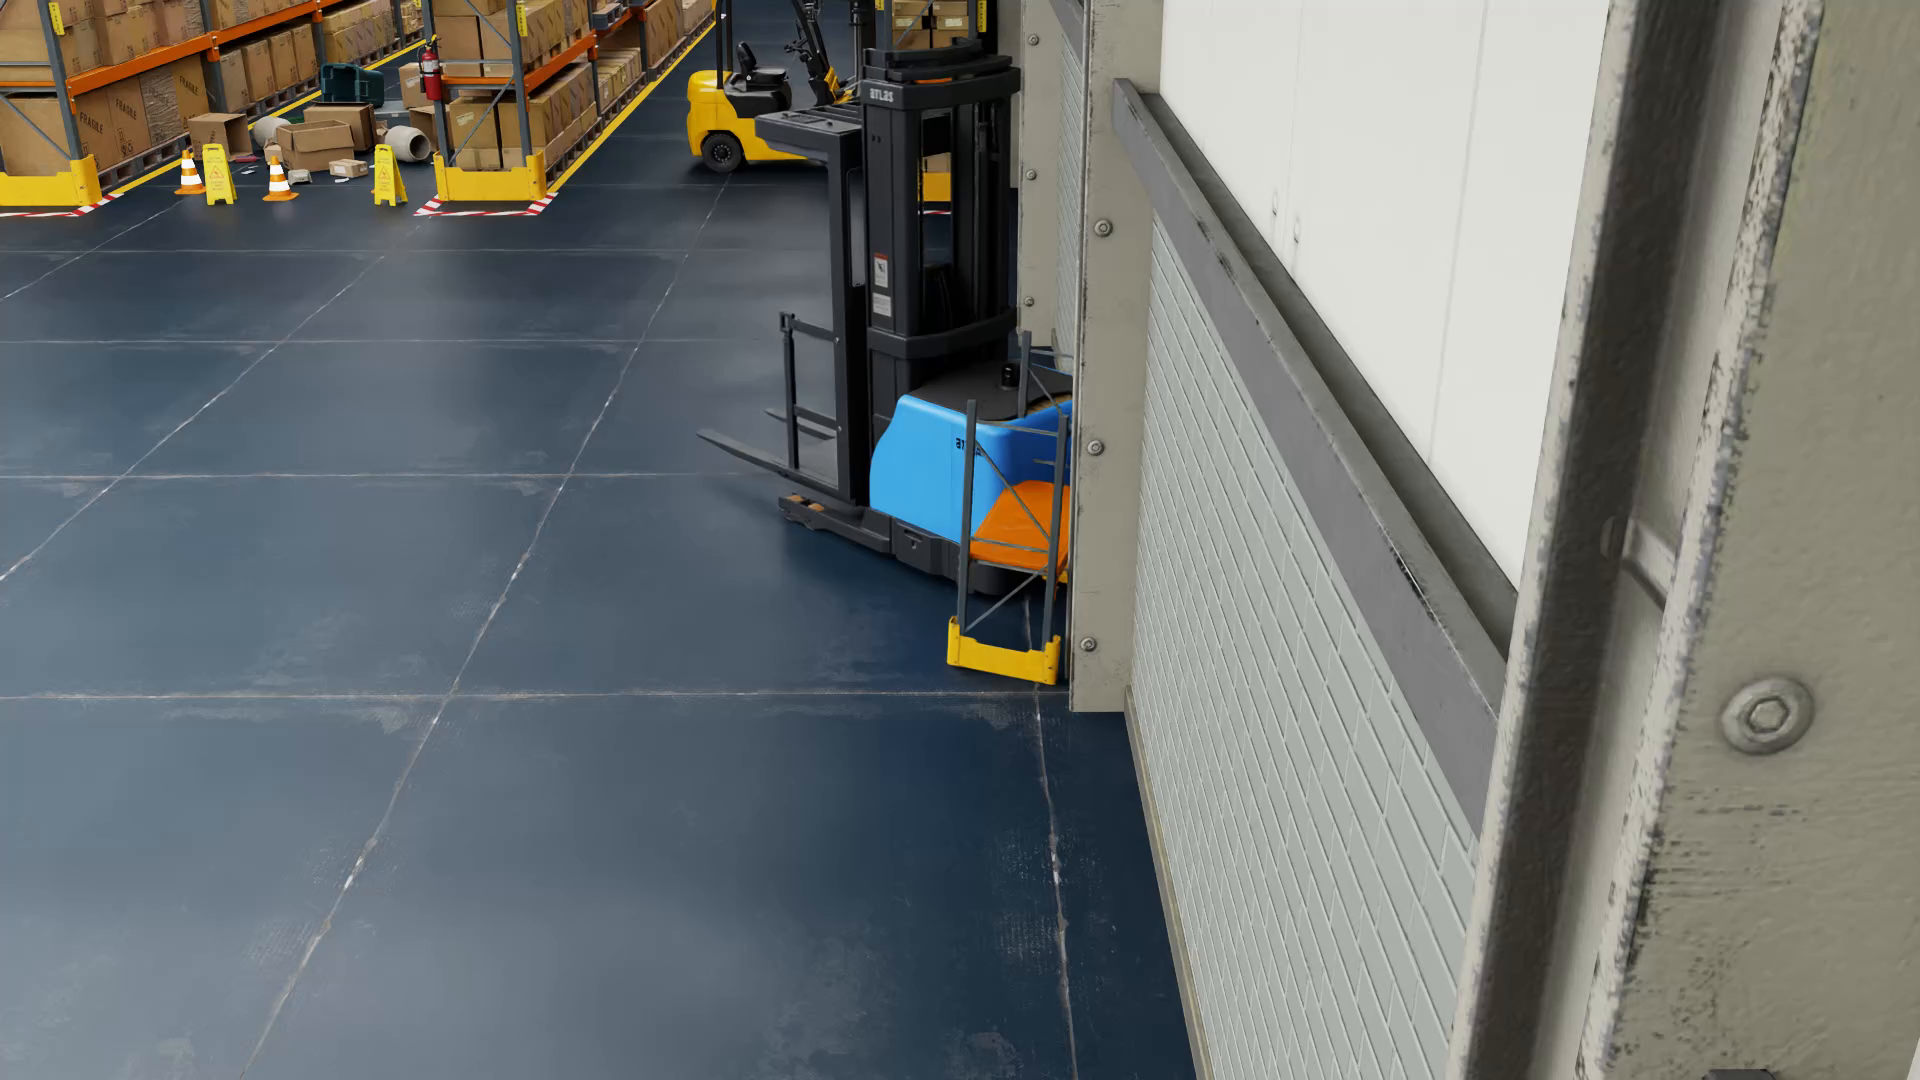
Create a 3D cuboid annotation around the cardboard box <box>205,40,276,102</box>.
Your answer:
[{"bbox_3d":[-10.380,-6.621,23.470,1.050,0.750,0.750,0,24,-1],"label":"cardboard box"}]

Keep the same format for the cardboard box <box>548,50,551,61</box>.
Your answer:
[{"bbox_3d":[-5.013,-5.669,19.449,0.380,0.149,0.250,0,24,1],"label":"cardboard box"}]

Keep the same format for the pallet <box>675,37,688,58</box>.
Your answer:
[{"bbox_3d":[-5.331,-8.574,28.952,1.003,0.211,1.213,0,24,-1],"label":"pallet"}]

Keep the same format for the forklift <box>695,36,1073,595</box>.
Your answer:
[{"bbox_3d":[-0.500,-1.530,10.076,3.031,2.935,1.130,22,32,40],"label":"forklift"}]

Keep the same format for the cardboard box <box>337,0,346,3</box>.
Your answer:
[{"bbox_3d":[-10.612,-8.967,28.051,0.500,0.250,0.500,0,24,1],"label":"cardboard box"}]

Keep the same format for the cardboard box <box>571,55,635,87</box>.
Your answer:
[{"bbox_3d":[-5.359,-6.971,24.703,0.950,0.372,0.625,-1,24,-2],"label":"cardboard box"}]

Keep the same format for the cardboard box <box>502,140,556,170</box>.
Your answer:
[{"bbox_3d":[-5.016,-4.490,19.364,0.500,0.250,0.500,0,24,-1],"label":"cardboard box"}]

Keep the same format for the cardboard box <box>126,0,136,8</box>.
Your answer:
[{"bbox_3d":[-10.303,-6.543,19.583,0.875,0.550,0.500,0,24,-1],"label":"cardboard box"}]

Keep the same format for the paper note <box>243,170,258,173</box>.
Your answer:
[{"bbox_3d":[-8.552,-4.437,20.025,0.144,0.017,0.142,8,26,18],"label":"paper note"}]

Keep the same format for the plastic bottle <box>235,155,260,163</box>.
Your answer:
[{"bbox_3d":[-8.834,-4.728,20.629,0.283,0.061,0.133,-9,26,-19],"label":"plastic bottle"}]

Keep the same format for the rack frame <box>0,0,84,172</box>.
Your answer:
[{"bbox_3d":[-10.233,-5.154,18.005,1.000,3.000,0.127,0,24,-1],"label":"rack frame"}]

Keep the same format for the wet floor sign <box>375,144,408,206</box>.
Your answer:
[{"bbox_3d":[-6.352,-4.062,18.448,0.267,0.644,0.232,8,26,18],"label":"wet floor sign"}]

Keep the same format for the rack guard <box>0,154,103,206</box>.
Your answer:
[{"bbox_3d":[-10.233,-4.005,18.498,1.175,0.500,0.348,0,24,-1],"label":"rack guard"}]

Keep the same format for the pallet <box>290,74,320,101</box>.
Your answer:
[{"bbox_3d":[-10.387,-6.854,25.149,1.003,0.211,1.213,0,24,-1],"label":"pallet"}]

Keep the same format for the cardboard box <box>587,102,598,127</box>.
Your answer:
[{"bbox_3d":[-5.053,-5.562,21.735,0.500,0.250,0.500,1,24,2],"label":"cardboard box"}]

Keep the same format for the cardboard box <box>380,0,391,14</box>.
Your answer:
[{"bbox_3d":[-10.103,-9.187,28.536,0.500,0.250,0.500,-1,24,-2],"label":"cardboard box"}]

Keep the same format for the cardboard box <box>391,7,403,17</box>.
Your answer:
[{"bbox_3d":[-10.160,-9.405,29.632,0.380,0.149,0.250,1,24,2],"label":"cardboard box"}]

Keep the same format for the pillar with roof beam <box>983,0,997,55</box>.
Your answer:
[{"bbox_3d":[-3.797,-10.719,23.030,9.100,9.000,0.400,0,24,-1],"label":"pillar with roof beam"}]

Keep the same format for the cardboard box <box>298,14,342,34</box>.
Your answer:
[{"bbox_3d":[-10.086,-8.130,26.199,0.500,0.250,0.500,-1,24,-3],"label":"cardboard box"}]

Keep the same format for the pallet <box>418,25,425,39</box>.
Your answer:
[{"bbox_3d":[-10.423,-9.609,31.239,1.003,0.211,1.213,0,24,-1],"label":"pallet"}]

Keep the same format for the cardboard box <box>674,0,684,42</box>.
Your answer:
[{"bbox_3d":[-5.328,-9.131,28.867,0.875,0.875,0.875,0,24,1],"label":"cardboard box"}]

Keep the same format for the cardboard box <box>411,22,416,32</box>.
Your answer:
[{"bbox_3d":[-10.049,-9.252,30.016,0.380,0.149,0.250,0,24,1],"label":"cardboard box"}]

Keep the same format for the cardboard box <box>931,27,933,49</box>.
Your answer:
[{"bbox_3d":[-0.076,-5.707,19.107,0.500,0.500,0.500,0,24,1],"label":"cardboard box"}]

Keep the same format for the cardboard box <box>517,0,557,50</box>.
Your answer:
[{"bbox_3d":[-5.028,-6.019,19.435,0.500,0.500,0.500,-1,24,-2],"label":"cardboard box"}]

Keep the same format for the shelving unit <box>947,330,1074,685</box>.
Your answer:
[{"bbox_3d":[0.399,-0.197,8.772,0.587,1.500,1.083,10,29,14],"label":"shelving unit"}]

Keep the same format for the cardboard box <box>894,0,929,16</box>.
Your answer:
[{"bbox_3d":[-0.536,-5.865,18.308,0.380,0.149,0.250,0,24,0],"label":"cardboard box"}]

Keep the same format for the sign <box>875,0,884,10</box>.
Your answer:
[{"bbox_3d":[-0.864,-5.880,17.919,0.100,0.325,0.005,0,24,-1],"label":"sign"}]

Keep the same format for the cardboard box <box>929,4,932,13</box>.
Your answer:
[{"bbox_3d":[-0.592,-6.328,20.480,0.500,0.500,0.500,0,24,-1],"label":"cardboard box"}]

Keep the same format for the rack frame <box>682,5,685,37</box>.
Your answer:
[{"bbox_3d":[-5.415,-10.162,29.079,1.000,3.000,0.127,0,24,-1],"label":"rack frame"}]

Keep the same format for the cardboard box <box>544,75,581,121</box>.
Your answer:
[{"bbox_3d":[-5.039,-5.484,20.652,0.500,0.500,0.500,1,24,2],"label":"cardboard box"}]

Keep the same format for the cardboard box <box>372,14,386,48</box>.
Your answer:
[{"bbox_3d":[-10.099,-8.636,28.228,0.500,0.500,0.500,-1,24,-2],"label":"cardboard box"}]

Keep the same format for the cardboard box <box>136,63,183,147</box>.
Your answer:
[{"bbox_3d":[-10.326,-5.394,20.606,0.875,0.875,0.875,0,24,0],"label":"cardboard box"}]

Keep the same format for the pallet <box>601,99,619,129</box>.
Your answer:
[{"bbox_3d":[-5.338,-5.916,23.075,1.003,0.211,1.213,0,24,-1],"label":"pallet"}]

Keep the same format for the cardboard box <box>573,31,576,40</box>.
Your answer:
[{"bbox_3d":[-5.085,-6.410,21.087,0.380,0.149,0.250,0,24,0],"label":"cardboard box"}]

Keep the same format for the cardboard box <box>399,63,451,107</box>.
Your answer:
[{"bbox_3d":[-7.107,-6.052,22.105,0.500,0.500,0.500,0,24,-1],"label":"cardboard box"}]

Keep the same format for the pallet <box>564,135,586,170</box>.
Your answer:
[{"bbox_3d":[-5.269,-4.815,20.640,1.003,0.211,1.213,0,24,-1],"label":"pallet"}]

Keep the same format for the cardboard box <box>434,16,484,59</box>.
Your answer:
[{"bbox_3d":[-5.566,-5.621,18.556,0.500,0.500,0.500,-1,24,-1],"label":"cardboard box"}]

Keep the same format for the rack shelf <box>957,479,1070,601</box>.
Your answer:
[{"bbox_3d":[0.389,-0.034,8.848,0.538,0.185,1.000,10,29,14],"label":"rack shelf"}]

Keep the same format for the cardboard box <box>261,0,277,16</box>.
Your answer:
[{"bbox_3d":[-10.028,-7.689,23.489,0.500,0.500,0.500,0,24,0],"label":"cardboard box"}]

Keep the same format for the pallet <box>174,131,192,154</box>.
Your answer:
[{"bbox_3d":[-10.346,-5.218,21.531,1.003,0.211,1.213,0,24,-1],"label":"pallet"}]

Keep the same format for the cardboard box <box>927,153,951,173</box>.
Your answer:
[{"bbox_3d":[-0.131,-4.383,19.129,0.500,0.250,0.500,0,24,0],"label":"cardboard box"}]

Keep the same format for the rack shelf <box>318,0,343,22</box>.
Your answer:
[{"bbox_3d":[-10.342,-8.947,27.264,1.077,0.370,4.000,0,24,-1],"label":"rack shelf"}]

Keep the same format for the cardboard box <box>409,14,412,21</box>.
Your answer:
[{"bbox_3d":[-10.179,-9.481,30.163,0.380,0.149,0.250,0,24,-1],"label":"cardboard box"}]

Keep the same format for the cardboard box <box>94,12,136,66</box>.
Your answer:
[{"bbox_3d":[-10.191,-5.833,19.324,0.875,0.550,0.550,0,24,-1],"label":"cardboard box"}]

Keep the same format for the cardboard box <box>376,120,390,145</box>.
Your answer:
[{"bbox_3d":[-7.465,-5.275,21.591,0.258,0.266,0.396,-19,31,-36],"label":"cardboard box"}]

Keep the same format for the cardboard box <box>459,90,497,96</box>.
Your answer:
[{"bbox_3d":[-5.625,-5.273,19.399,0.380,0.149,0.250,0,24,1],"label":"cardboard box"}]
